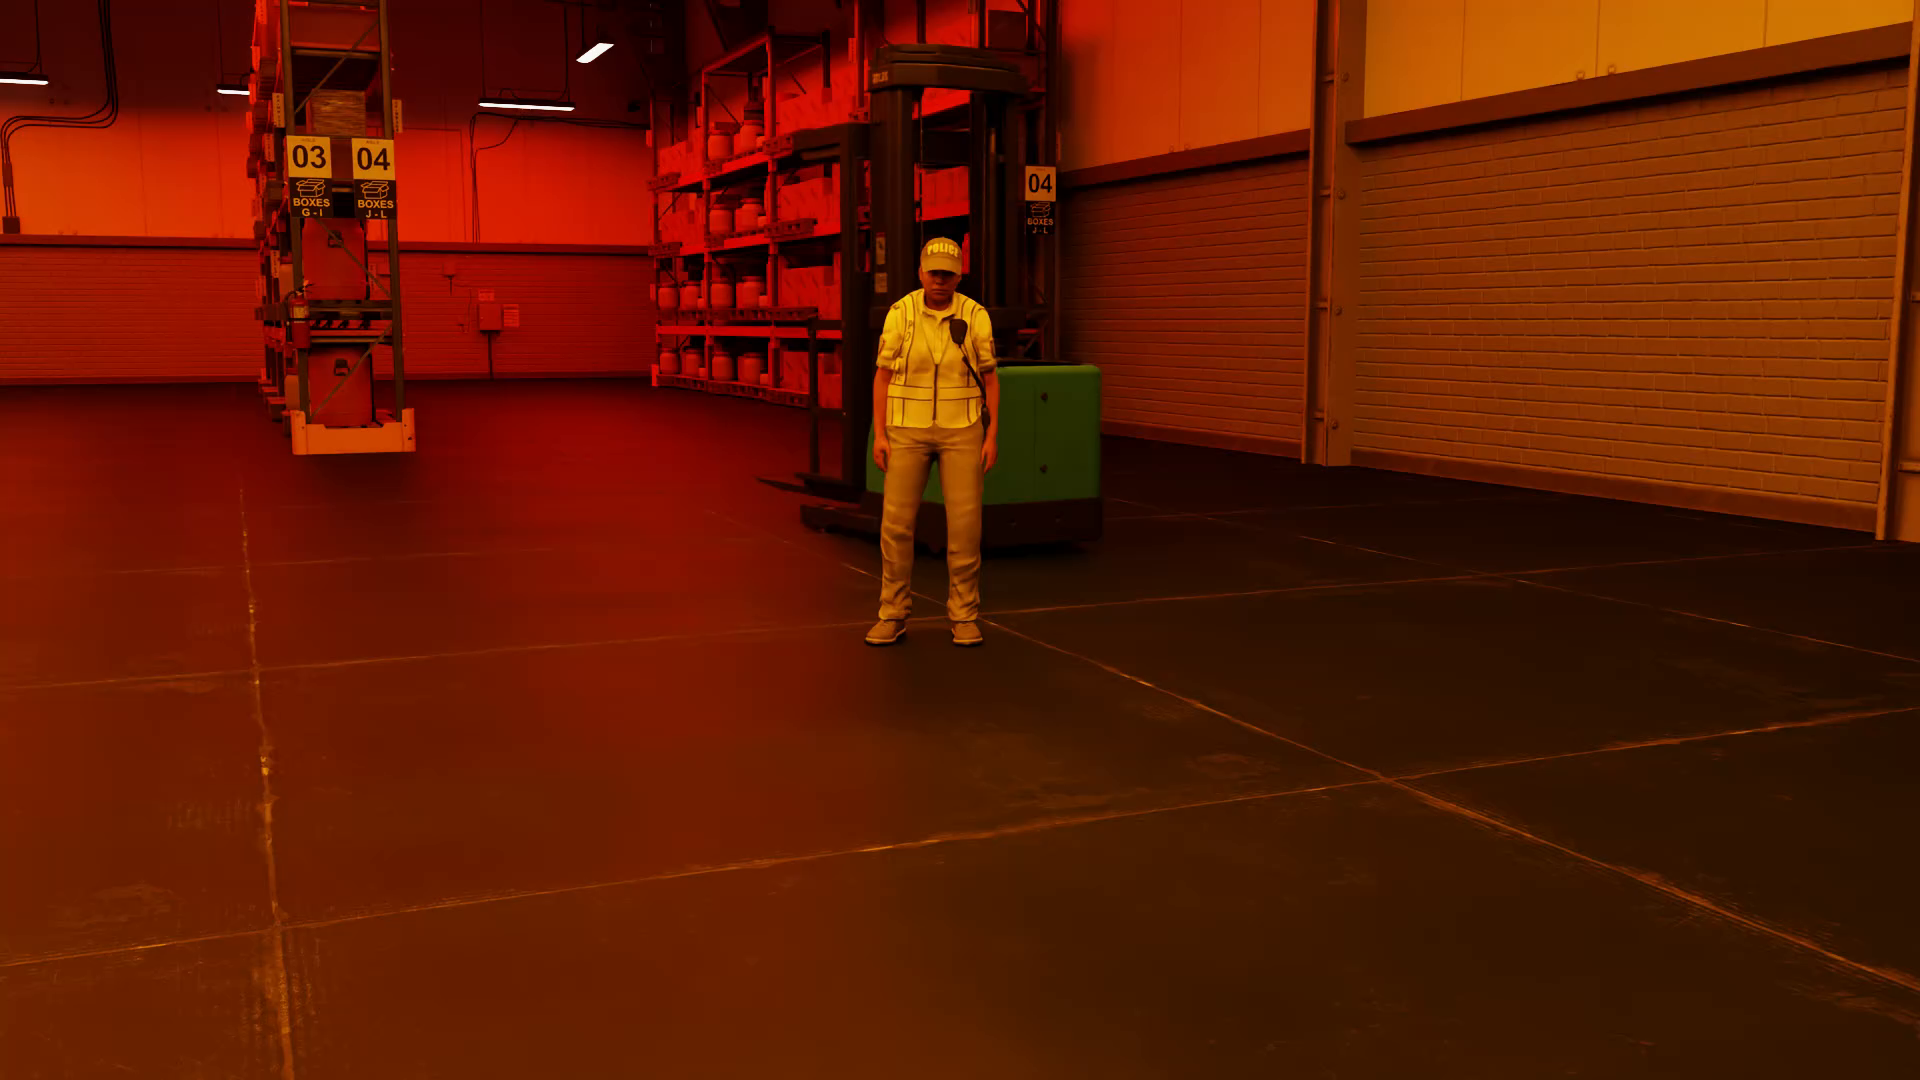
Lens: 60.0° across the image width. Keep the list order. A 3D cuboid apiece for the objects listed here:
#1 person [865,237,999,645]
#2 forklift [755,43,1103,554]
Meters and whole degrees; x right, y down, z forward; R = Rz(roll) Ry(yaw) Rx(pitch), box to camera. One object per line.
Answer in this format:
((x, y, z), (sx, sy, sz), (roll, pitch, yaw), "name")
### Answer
((-0.114, -0.407, 6.882), (0.556, 1.665, 0.467), (0, 8, 0), "person")
((-0.370, -1.528, 10.530), (1.130, 2.935, 3.031), (-5, 9, -32), "forklift")
